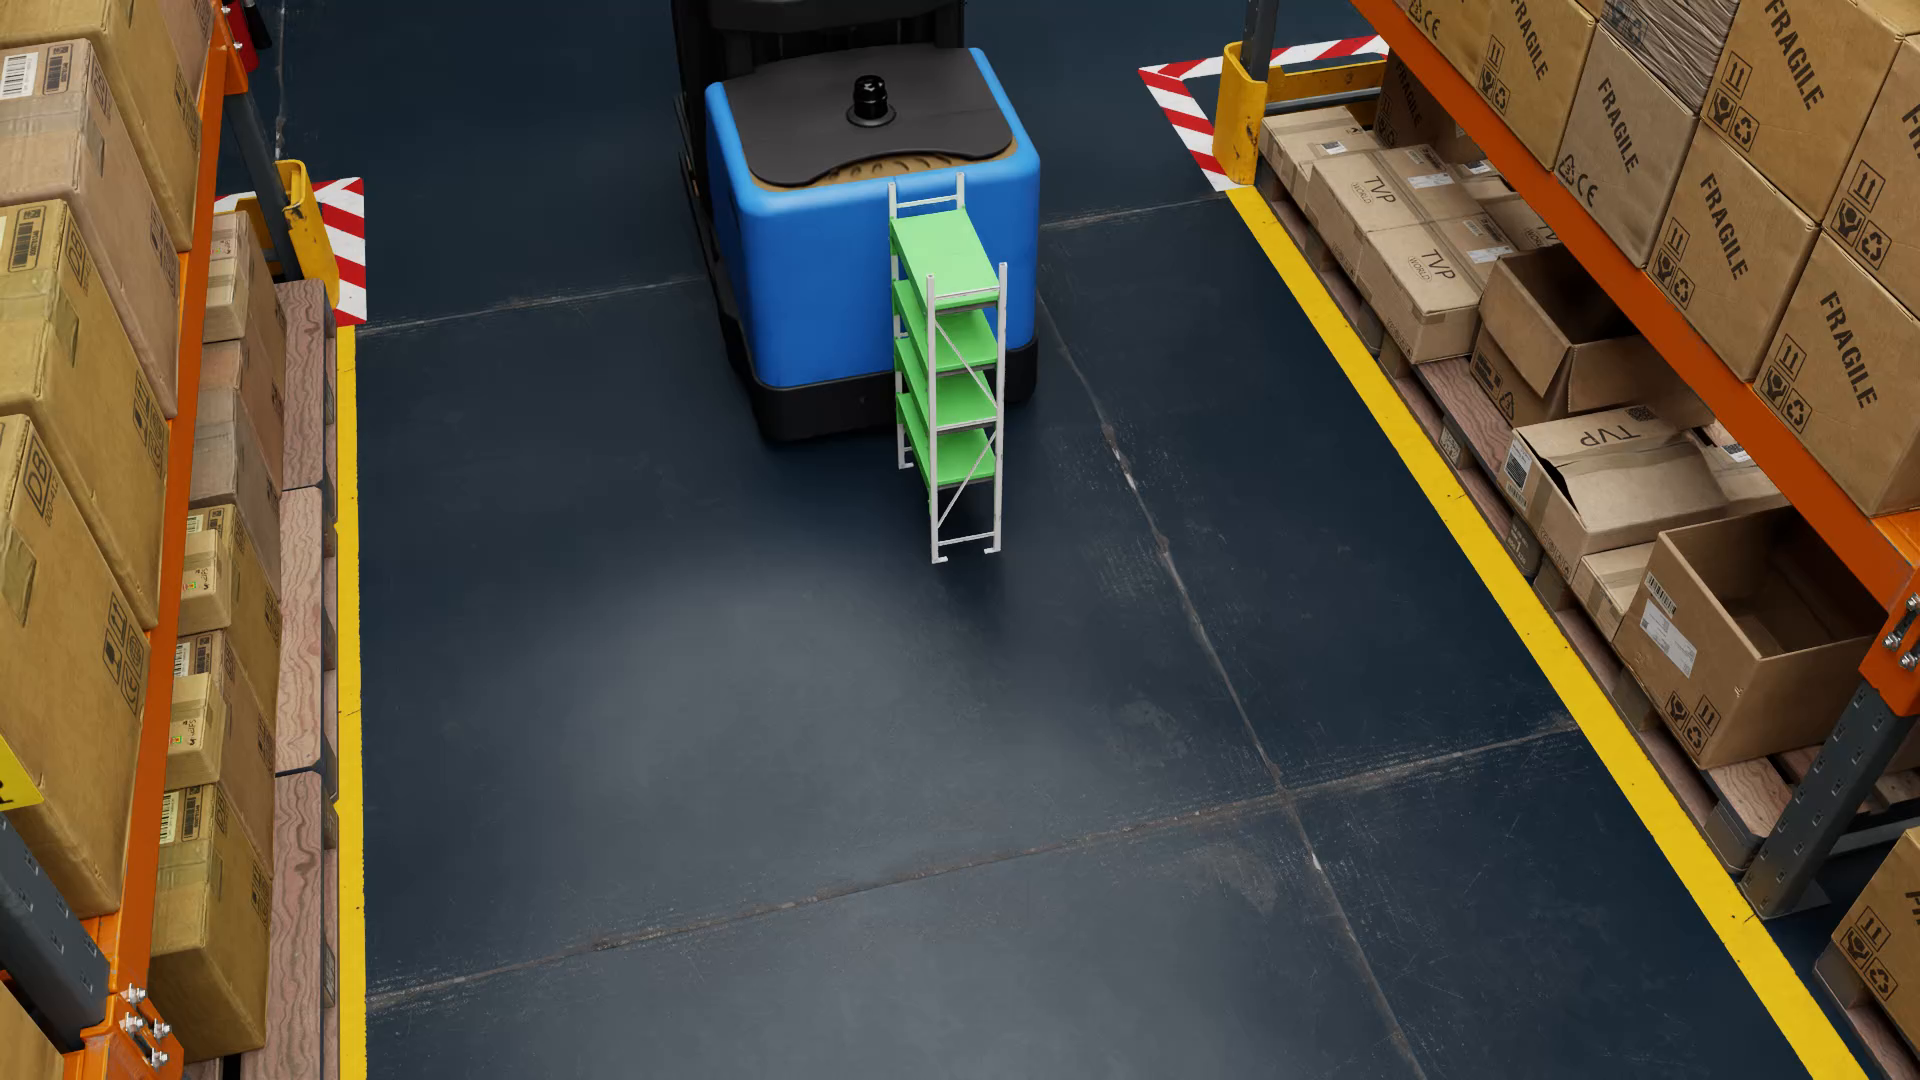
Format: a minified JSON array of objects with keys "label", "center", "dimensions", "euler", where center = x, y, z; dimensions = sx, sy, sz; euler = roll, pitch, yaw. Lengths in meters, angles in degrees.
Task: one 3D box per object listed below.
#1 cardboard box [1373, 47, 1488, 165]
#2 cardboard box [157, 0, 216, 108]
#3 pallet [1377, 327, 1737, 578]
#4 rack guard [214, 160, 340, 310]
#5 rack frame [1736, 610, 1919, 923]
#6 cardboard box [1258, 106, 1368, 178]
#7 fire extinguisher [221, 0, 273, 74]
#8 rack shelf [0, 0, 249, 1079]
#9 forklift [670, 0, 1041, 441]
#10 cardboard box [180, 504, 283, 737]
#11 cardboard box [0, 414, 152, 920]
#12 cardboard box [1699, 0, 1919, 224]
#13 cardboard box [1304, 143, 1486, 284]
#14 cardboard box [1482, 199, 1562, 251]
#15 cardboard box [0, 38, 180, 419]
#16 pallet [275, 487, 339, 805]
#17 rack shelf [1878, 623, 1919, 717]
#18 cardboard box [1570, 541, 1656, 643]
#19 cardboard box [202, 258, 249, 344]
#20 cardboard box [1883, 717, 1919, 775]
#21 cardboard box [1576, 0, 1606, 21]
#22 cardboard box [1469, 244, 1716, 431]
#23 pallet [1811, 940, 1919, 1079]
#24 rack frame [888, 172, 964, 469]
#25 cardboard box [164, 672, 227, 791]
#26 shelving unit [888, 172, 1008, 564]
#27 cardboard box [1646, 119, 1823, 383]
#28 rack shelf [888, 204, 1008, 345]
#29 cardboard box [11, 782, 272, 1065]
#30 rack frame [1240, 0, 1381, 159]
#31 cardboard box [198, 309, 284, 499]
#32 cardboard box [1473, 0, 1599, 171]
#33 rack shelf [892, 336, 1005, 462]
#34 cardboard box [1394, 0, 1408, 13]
[{"label":"cardboard box","center":[2.081,-1.815,6.870],"dimensions":[0.500,0.500,0.500],"euler":[-11,47,-10]},{"label":"cardboard box","center":[-2.944,-1.712,5.118],"dimensions":[0.980,0.700,0.700],"euler":[-9,46,-9]},{"label":"pallet","center":[2.237,-0.447,6.040],"dimensions":[1.003,0.211,1.213],"euler":[-11,47,-10]},{"label":"rack guard","center":[-3.090,-1.099,6.477],"dimensions":[1.175,0.500,0.348],"euler":[-11,47,-10]},{"label":"rack frame","center":[2.728,-0.104,3.752],"dimensions":[1.000,3.000,0.127],"euler":[-11,47,-10]},{"label":"cardboard box","center":[1.479,-1.670,6.975],"dimensions":[0.380,0.149,0.250],"euler":[-11,47,-10]},{"label":"fire extinguisher","center":[-2.676,-1.989,5.914],"dimensions":[0.296,0.674,0.183],"euler":[-11,47,-10]},{"label":"rack shelf","center":[-2.572,-0.325,4.472],"dimensions":[1.077,0.370,4.000],"euler":[-11,47,-10]},{"label":"forklift","center":[-0.586,-2.457,6.106],"dimensions":[1.130,2.935,3.031],"euler":[-11,47,-10]},{"label":"cardboard box","center":[-2.407,0.295,4.817],"dimensions":[0.700,0.500,0.500],"euler":[-10,46,-9]},{"label":"cardboard box","center":[-2.183,0.321,3.125],"dimensions":[0.980,0.700,0.700],"euler":[-10,46,-10]},{"label":"cardboard box","center":[2.214,-1.144,4.001],"dimensions":[0.500,0.500,0.500],"euler":[-12,47,-11]},{"label":"cardboard box","center":[1.697,-1.285,6.526],"dimensions":[0.500,0.250,0.500],"euler":[-11,47,-10]},{"label":"cardboard box","center":[2.295,-1.066,6.312],"dimensions":[0.500,0.250,0.500],"euler":[-11,47,-10]},{"label":"cardboard box","center":[-2.560,-0.684,4.110],"dimensions":[0.980,0.700,0.700],"euler":[-13,47,-12]},{"label":"pallet","center":[-2.495,0.397,5.213],"dimensions":[1.003,0.211,1.213],"euler":[-11,47,-10]},{"label":"rack shelf","center":[3.240,1.528,2.656],"dimensions":[1.077,0.370,4.000],"euler":[-11,47,-10]},{"label":"cardboard box","center":[2.154,0.150,5.191],"dimensions":[0.380,0.149,0.250],"euler":[-11,47,-10]},{"label":"cardboard box","center":[-2.533,-0.760,5.397],"dimensions":[0.380,0.149,0.250],"euler":[-10,46,-9]},{"label":"cardboard box","center":[2.829,0.353,4.878],"dimensions":[0.500,0.311,0.500],"euler":[-11,47,-10]},{"label":"cardboard box","center":[1.958,-1.840,4.683],"dimensions":[0.500,0.500,0.500],"euler":[-11,47,-11]},{"label":"cardboard box","center":[2.242,-0.681,5.757],"dimensions":[0.797,0.503,0.637],"euler":[-11,47,-10]},{"label":"pallet","center":[2.972,1.426,4.205],"dimensions":[1.003,0.211,1.213],"euler":[-11,47,-10]},{"label":"rack frame","center":[-0.105,-0.703,5.599],"dimensions":[0.240,1.200,0.015],"euler":[-11,47,-10]},{"label":"cardboard box","center":[-2.064,0.500,4.162],"dimensions":[0.380,0.149,0.250],"euler":[-9,46,-9]},{"label":"shelving unit","center":[-0.042,-0.534,5.433],"dimensions":[0.258,1.200,0.503],"euler":[-11,47,-10]},{"label":"cardboard box","center":[2.218,-0.793,4.357],"dimensions":[0.500,0.500,0.500],"euler":[-10,46,-9]},{"label":"rack shelf","center":[-0.042,-0.825,5.136],"dimensions":[0.258,0.148,0.480],"euler":[-11,47,-10]},{"label":"cardboard box","center":[-2.152,0.997,4.129],"dimensions":[0.700,0.500,0.500],"euler":[-10,46,-10]},{"label":"rack frame","center":[1.704,-2.866,6.459],"dimensions":[1.000,3.000,0.127],"euler":[-11,47,-10]},{"label":"cardboard box","center":[-2.680,-0.419,5.517],"dimensions":[0.700,0.500,0.500],"euler":[-11,47,-10]},{"label":"cardboard box","center":[1.952,-1.499,5.049],"dimensions":[0.500,0.500,0.500],"euler":[-10,46,-10]},{"label":"rack shelf","center":[-0.042,-0.490,5.479],"dimensions":[0.258,0.148,0.480],"euler":[-11,47,-10]},{"label":"cardboard box","center":[1.700,-2.191,5.727],"dimensions":[0.500,0.500,0.500],"euler":[-11,47,-11]}]
